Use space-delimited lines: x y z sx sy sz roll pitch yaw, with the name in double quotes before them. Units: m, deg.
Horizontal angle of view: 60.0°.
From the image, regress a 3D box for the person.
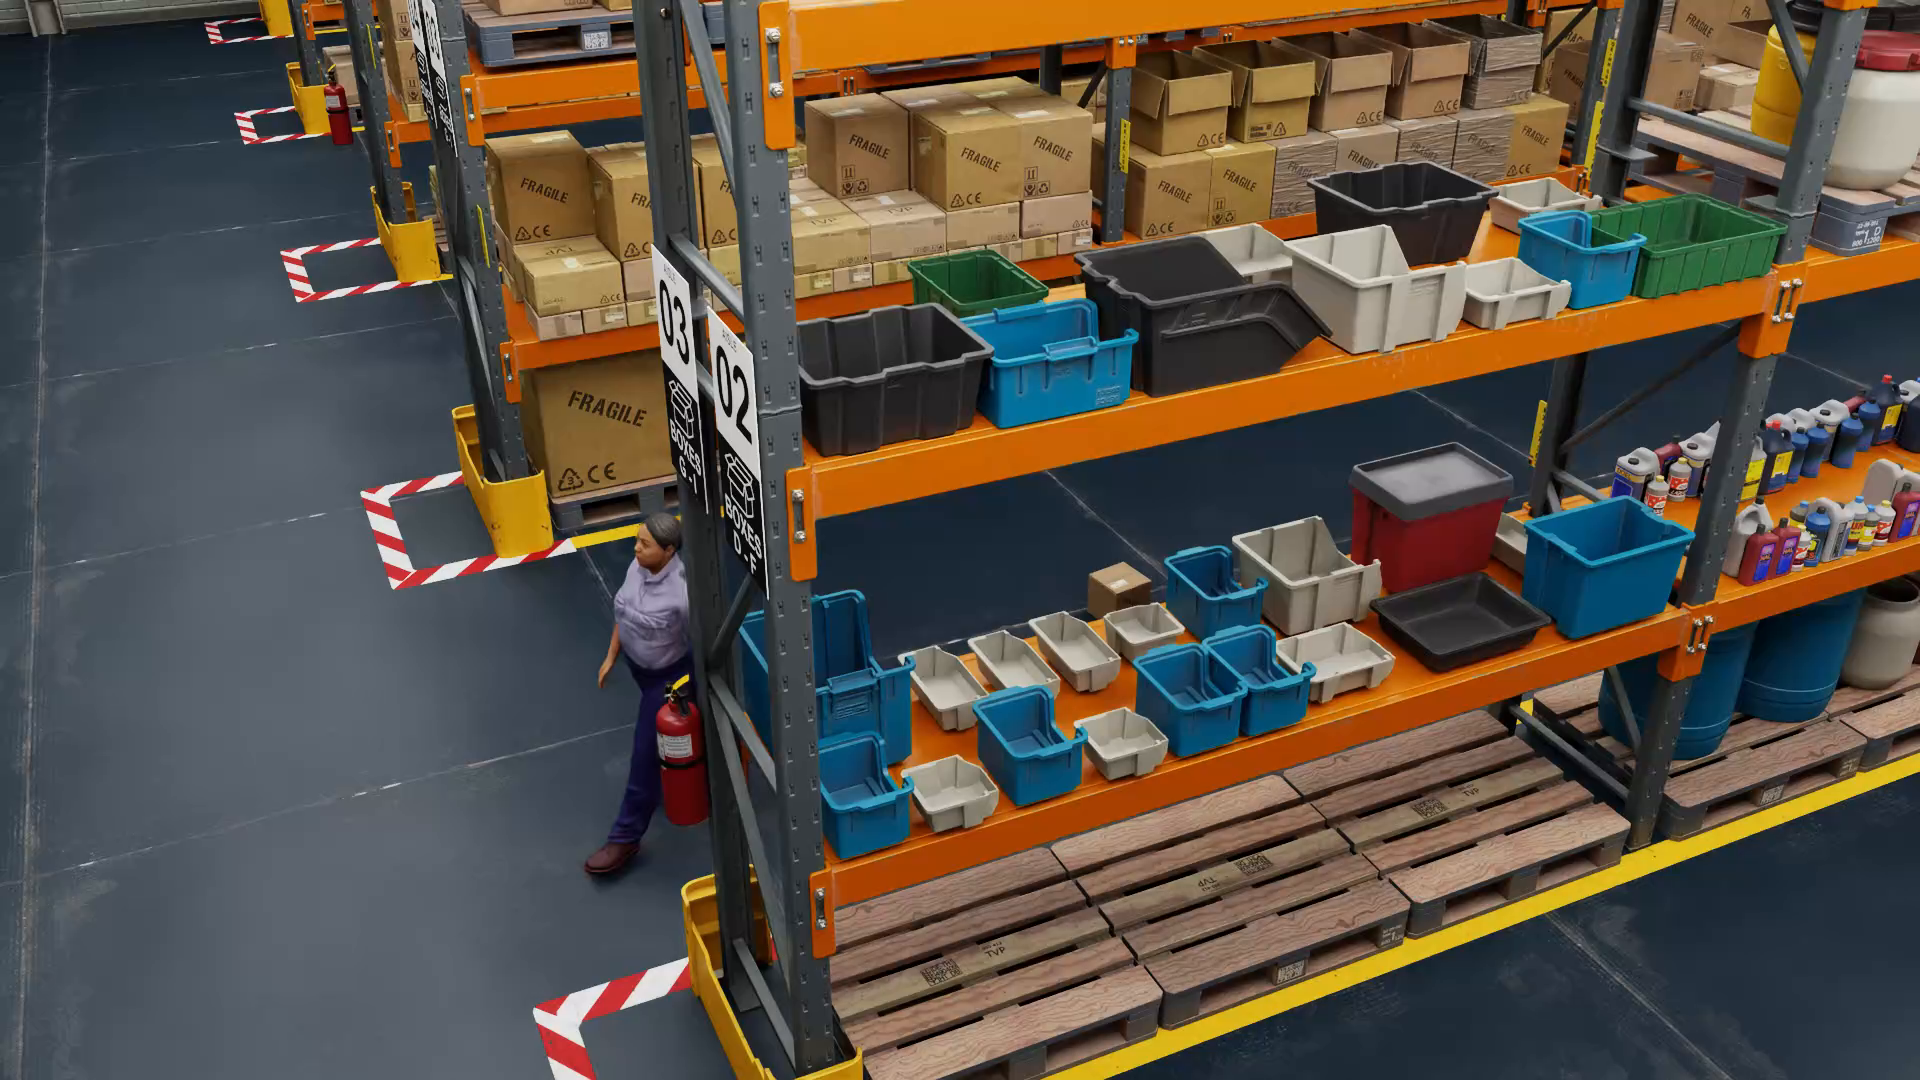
"person" -1.366 0.600 7.392 1.008 1.583 0.511 -21 36 -33
